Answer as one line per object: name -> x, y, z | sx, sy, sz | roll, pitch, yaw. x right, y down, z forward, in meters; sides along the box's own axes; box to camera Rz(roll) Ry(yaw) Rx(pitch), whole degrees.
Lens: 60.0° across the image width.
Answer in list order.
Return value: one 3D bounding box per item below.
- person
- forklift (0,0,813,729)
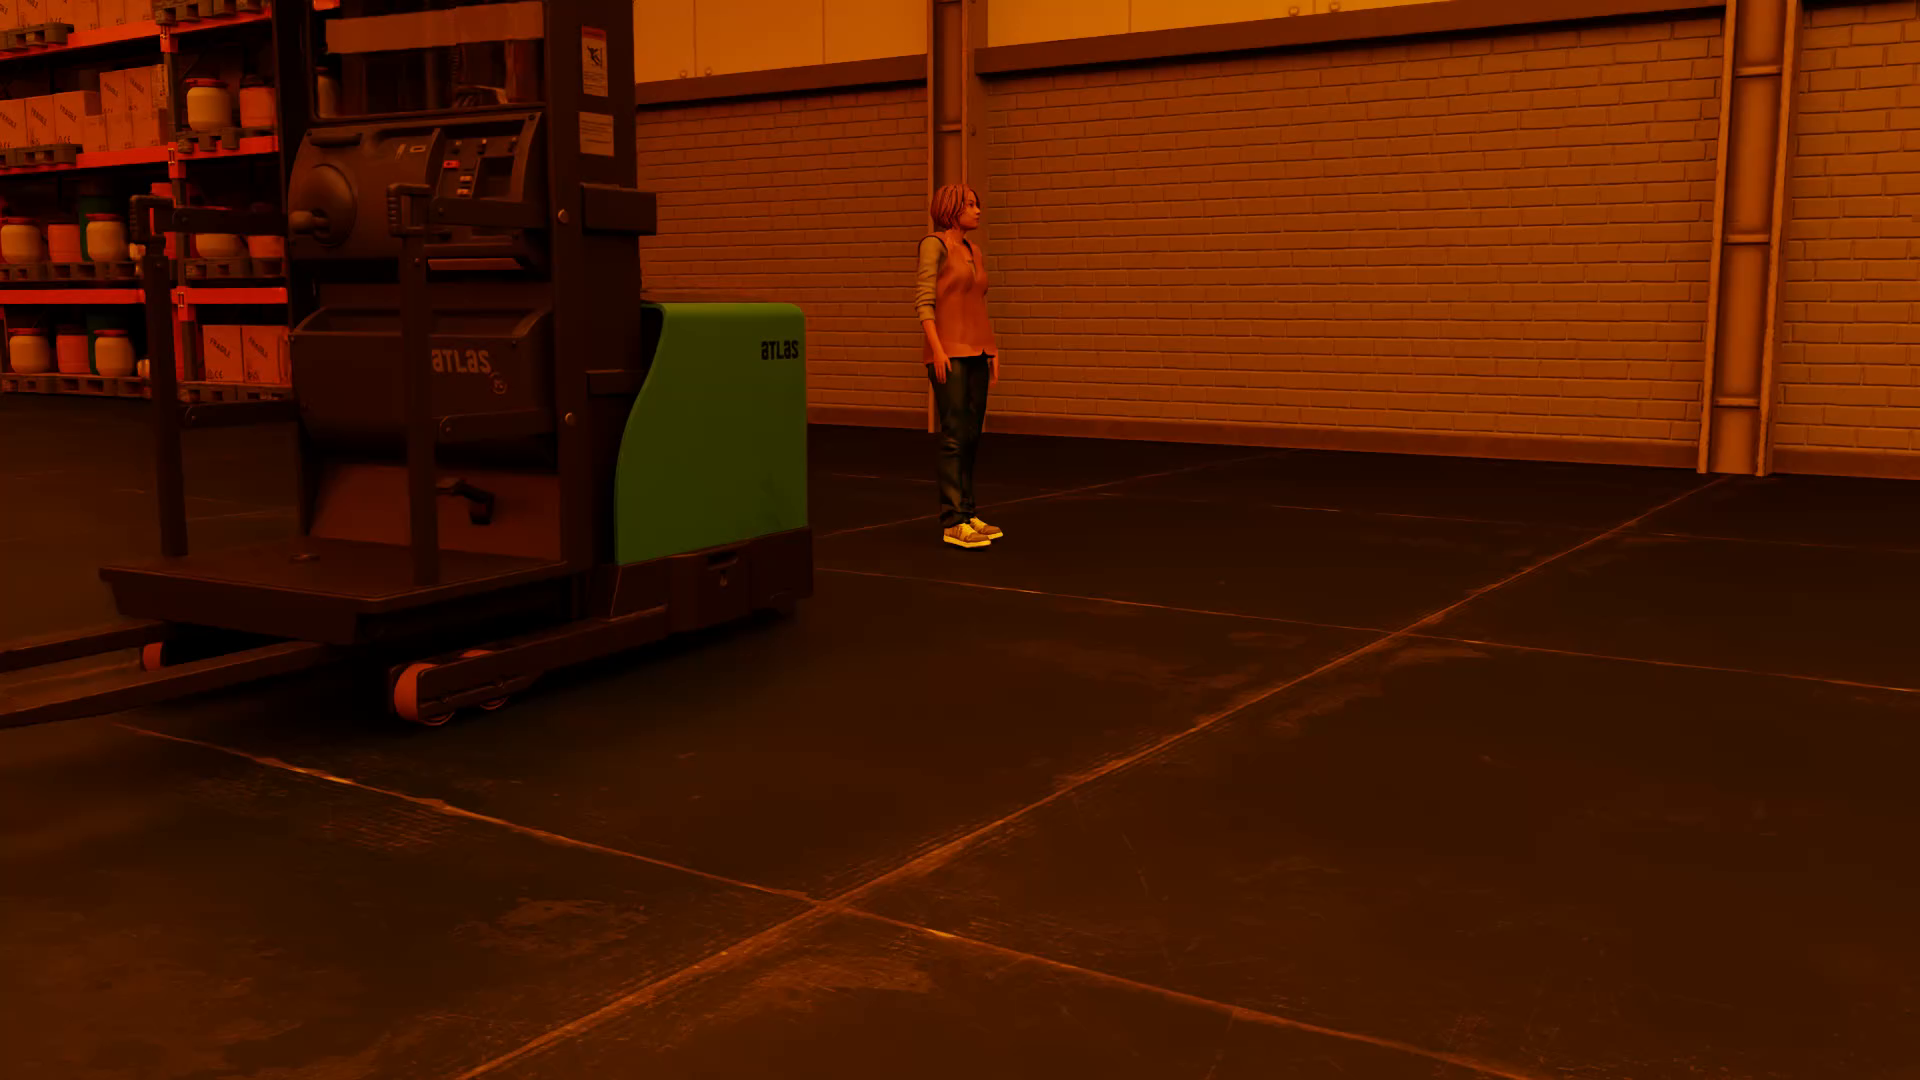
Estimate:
person -> 0.054, -0.791, 7.437 | 0.473, 1.599, 0.520 | 5, 10, 34
forklift -> -1.663, -1.046, 4.548 | 1.130, 2.935, 3.031 | 4, 9, 29
